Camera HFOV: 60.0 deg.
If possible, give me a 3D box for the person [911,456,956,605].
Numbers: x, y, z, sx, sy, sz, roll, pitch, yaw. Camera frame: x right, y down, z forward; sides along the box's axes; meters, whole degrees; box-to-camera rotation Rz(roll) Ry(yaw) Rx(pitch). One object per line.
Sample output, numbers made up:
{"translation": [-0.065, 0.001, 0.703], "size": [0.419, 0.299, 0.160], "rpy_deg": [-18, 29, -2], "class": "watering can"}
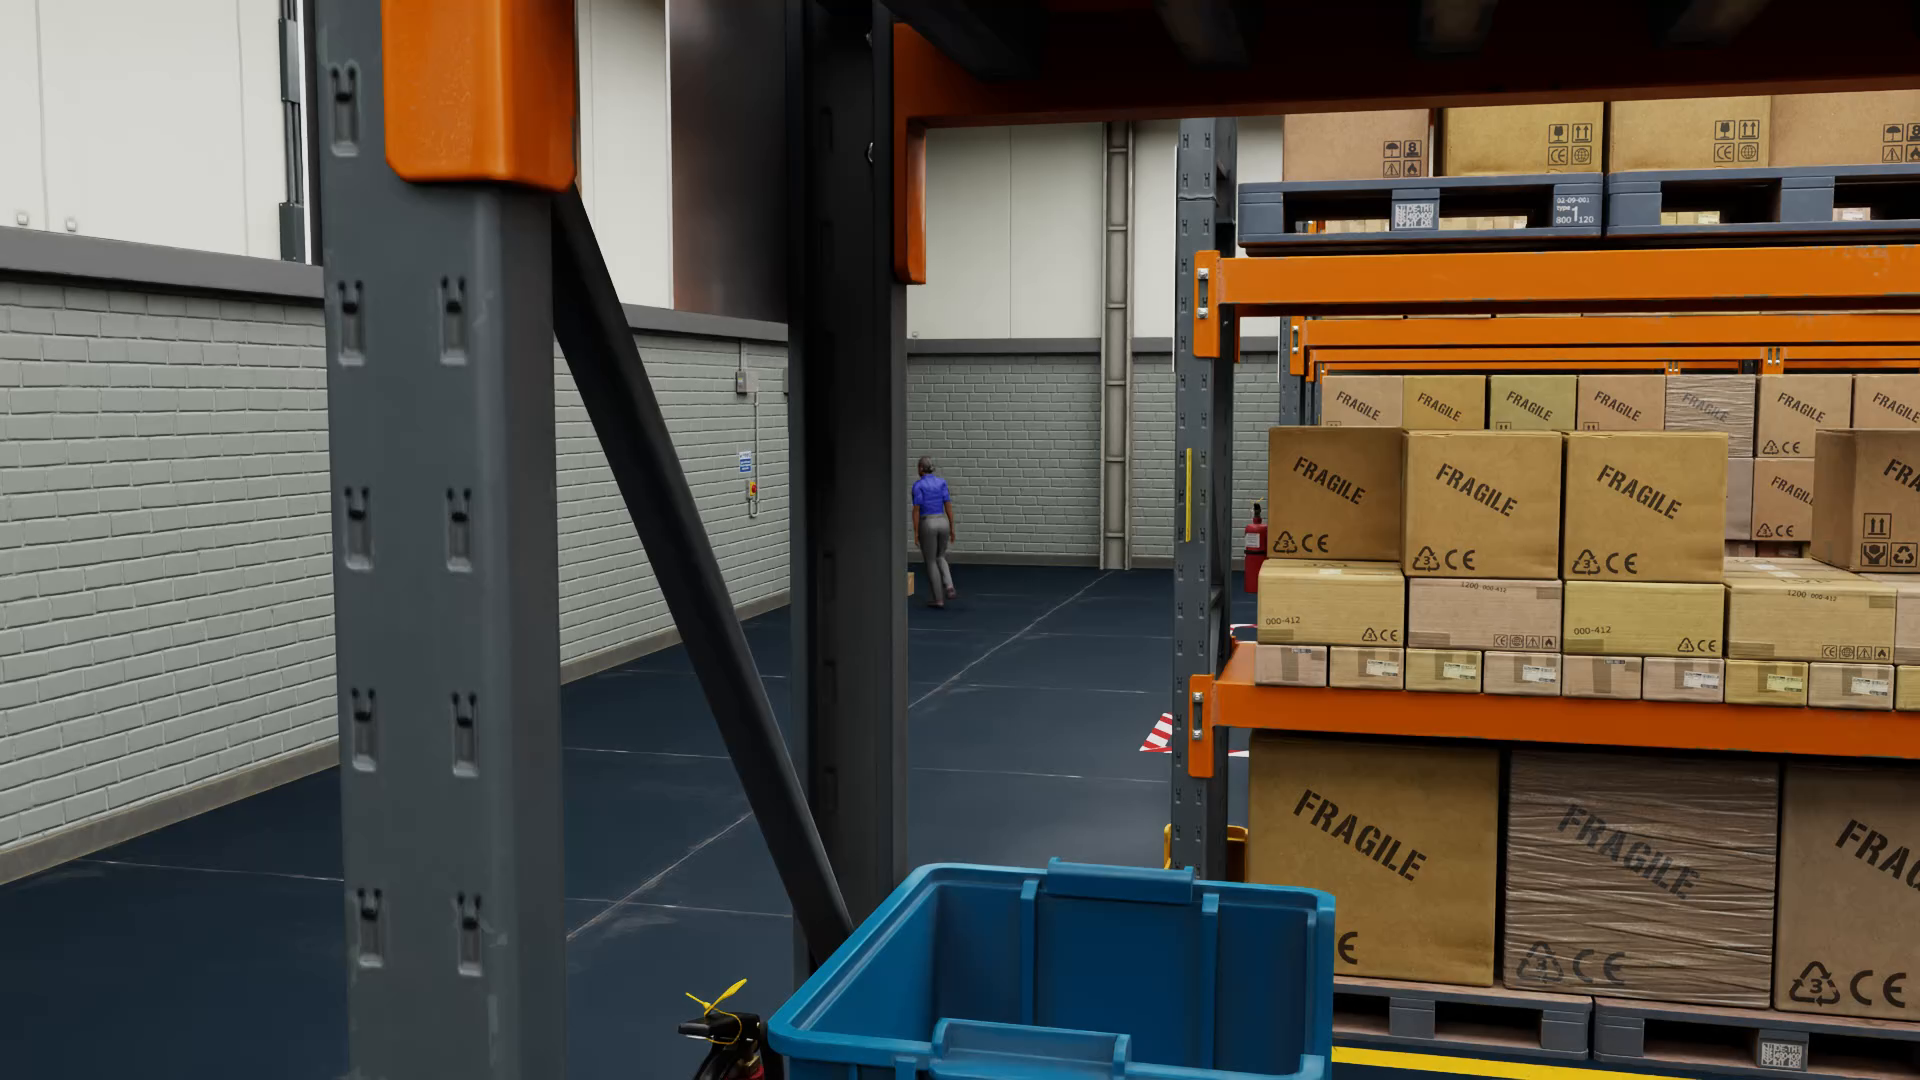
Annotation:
{"translation": [-0.295, -0.101, 18.340], "size": [0.495, 1.648, 0.452], "rpy_deg": [-3, 6, -31], "class": "person"}
